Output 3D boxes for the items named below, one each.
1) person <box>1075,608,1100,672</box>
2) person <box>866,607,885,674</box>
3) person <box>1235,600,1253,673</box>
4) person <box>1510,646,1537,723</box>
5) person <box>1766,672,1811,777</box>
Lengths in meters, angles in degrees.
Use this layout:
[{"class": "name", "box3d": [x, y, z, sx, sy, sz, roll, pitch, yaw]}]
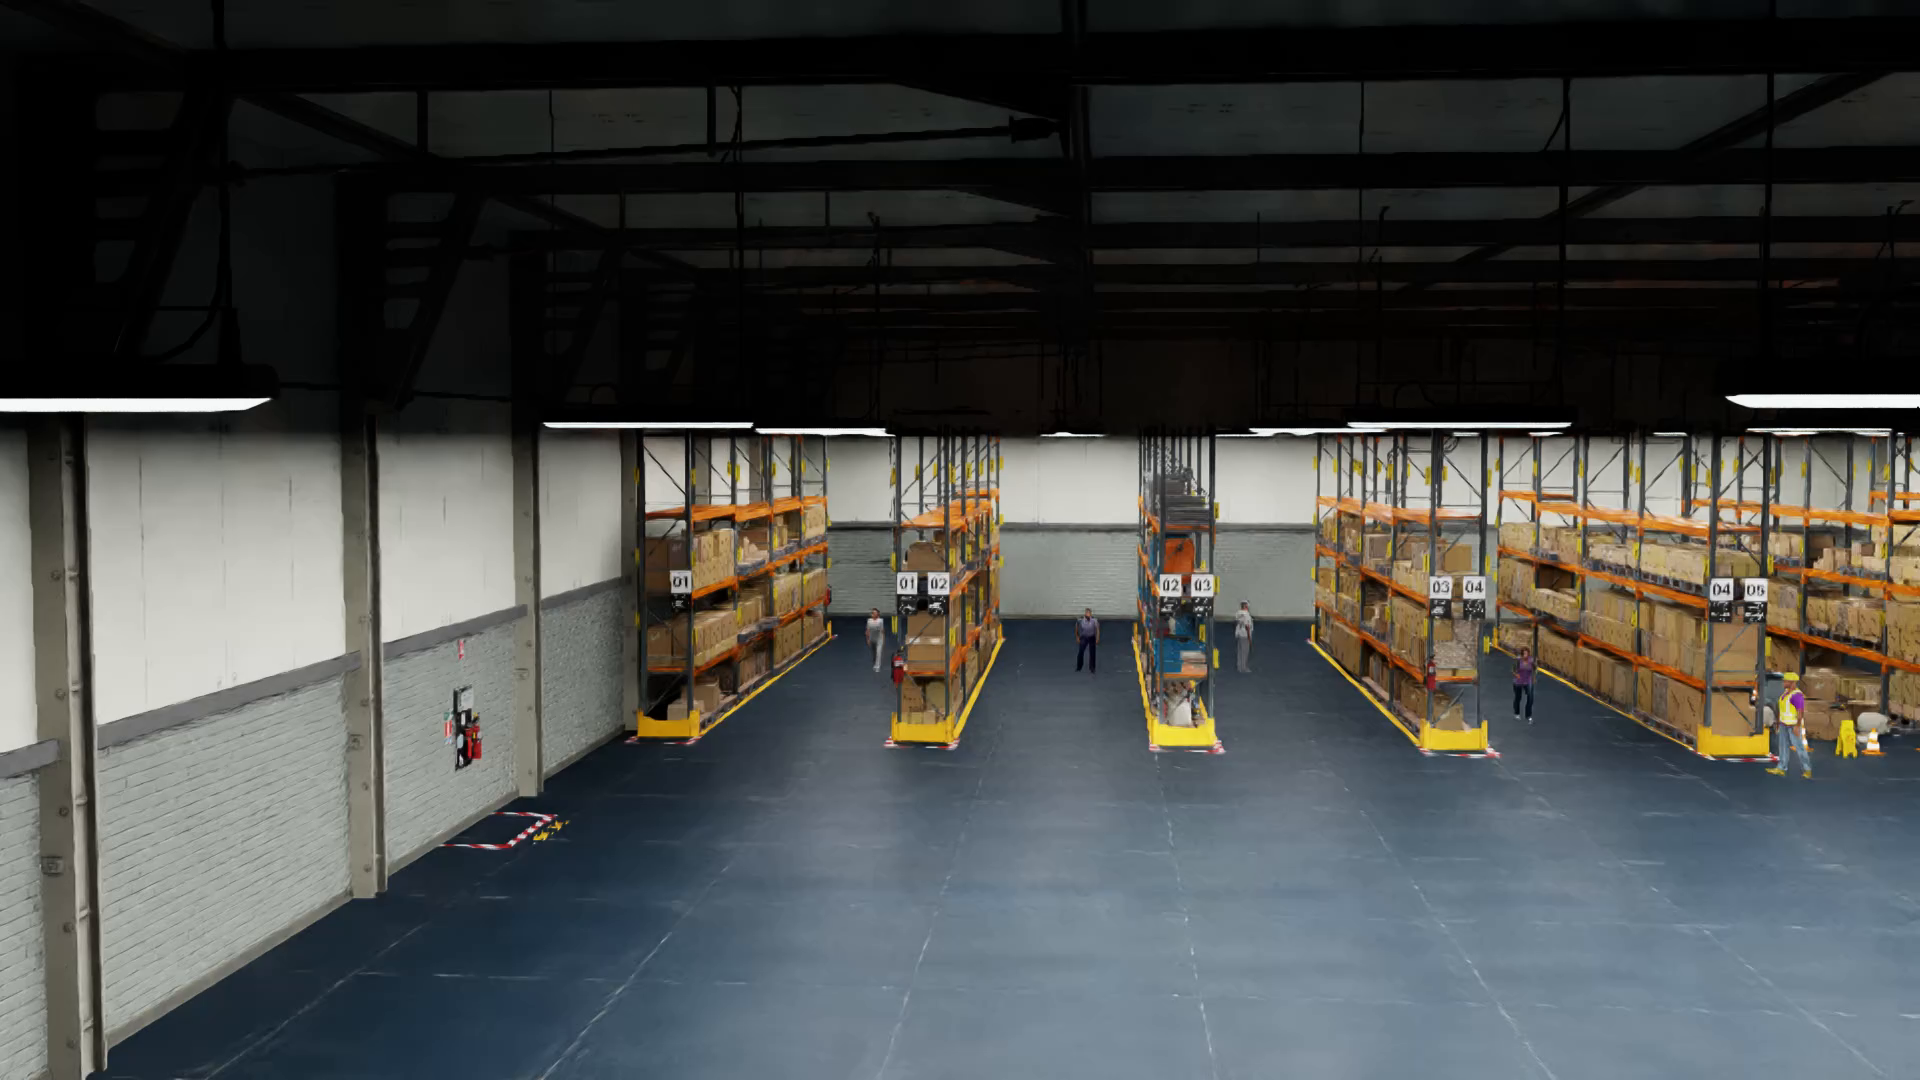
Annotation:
[{"class": "person", "box3d": [3.129, 2.456, 40.833, 0.625, 1.581, 0.517, 0, 3, 2]}, {"class": "person", "box3d": [-2.083, 2.437, 40.684, 0.446, 1.587, 1.110, 0, 3, 7]}, {"class": "person", "box3d": [6.964, 2.348, 40.698, 0.433, 1.766, 0.634, -1, 4, -17]}, {"class": "person", "box3d": [11.438, 2.910, 33.742, 0.562, 1.516, 0.815, 1, 4, 11]}, {"class": "person", "box3d": [14.119, 3.122, 28.319, 0.618, 1.767, 0.788, 0, 3, 0]}]
